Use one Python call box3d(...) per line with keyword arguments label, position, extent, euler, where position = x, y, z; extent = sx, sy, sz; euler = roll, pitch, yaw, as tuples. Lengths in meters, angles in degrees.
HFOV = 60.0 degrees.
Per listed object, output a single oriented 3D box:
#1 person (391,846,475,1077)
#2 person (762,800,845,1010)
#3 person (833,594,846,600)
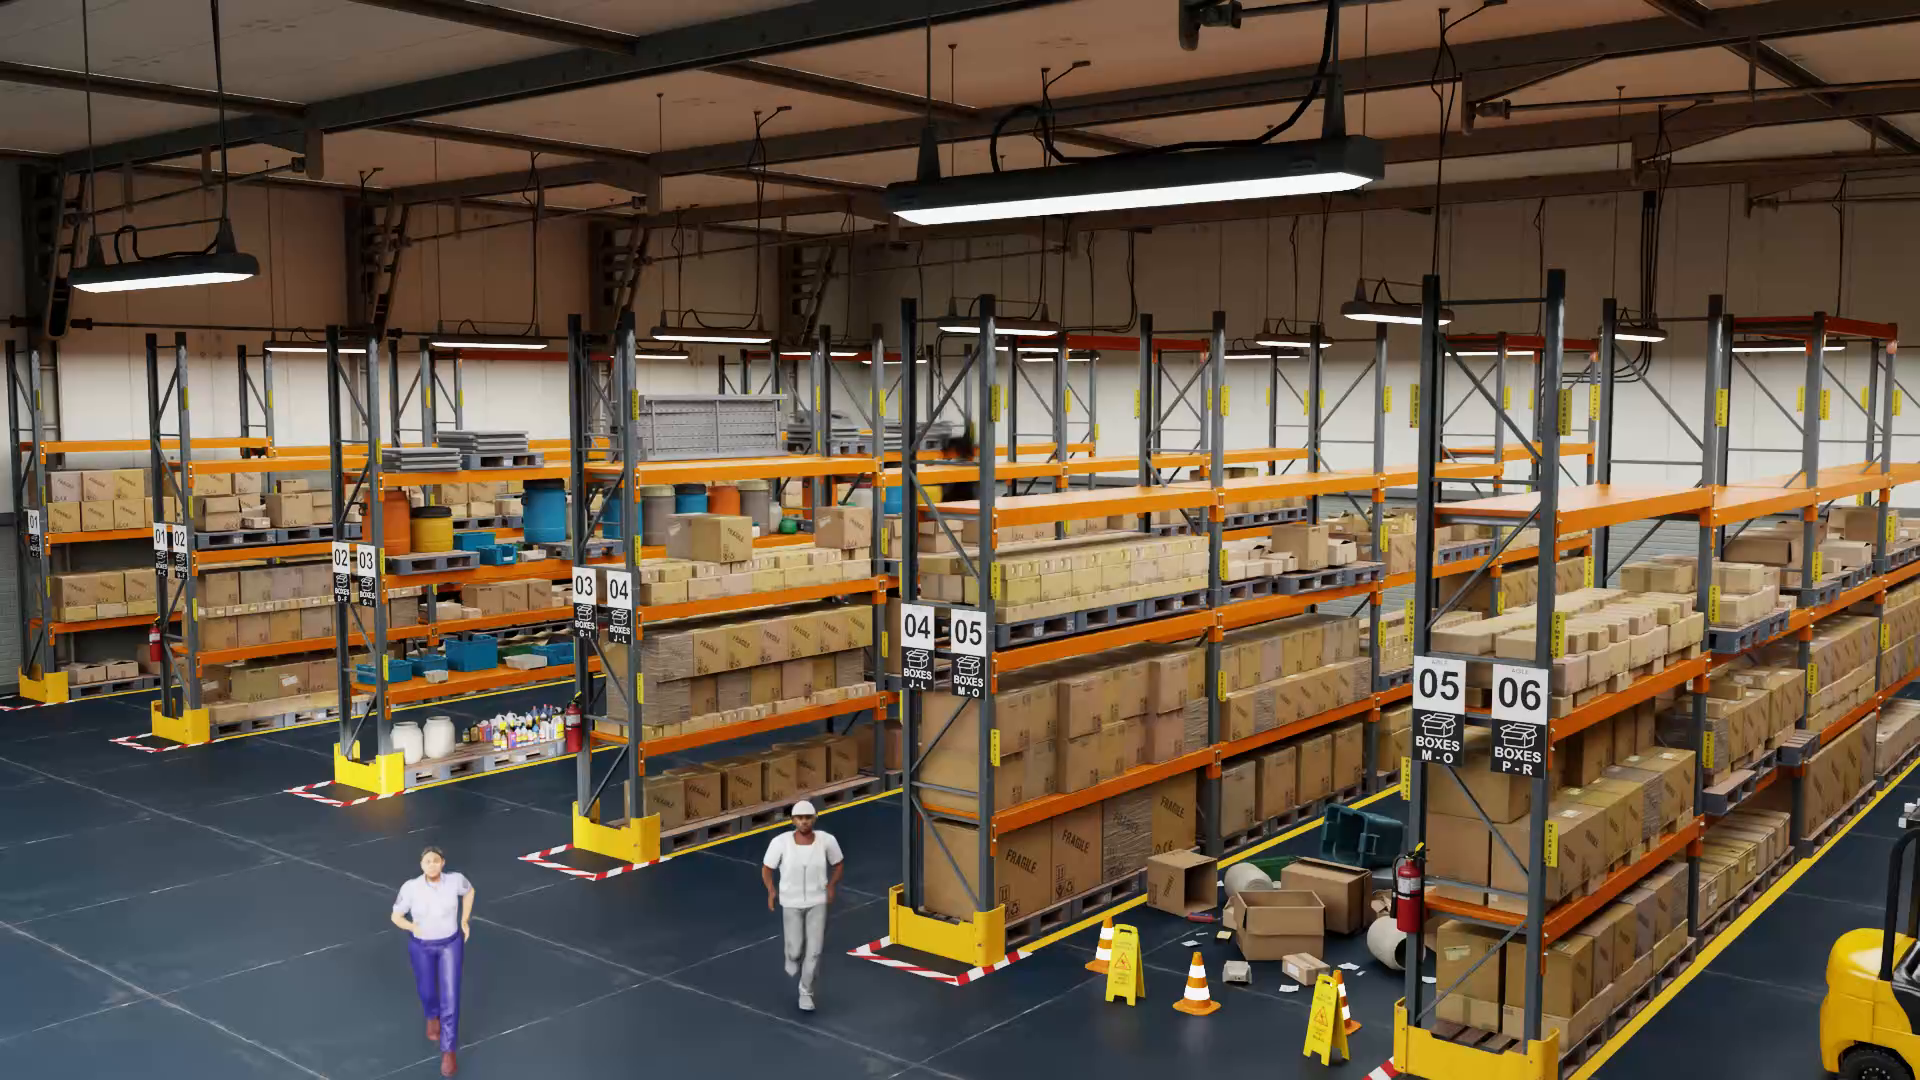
box3d(label="person", position=(-4.065, 3.184, 12.857), extent=(0.606, 1.659, 0.905), euler=(-1, 5, -14))
box3d(label="person", position=(-1.315, 3.046, 14.059), extent=(0.703, 1.727, 0.672), euler=(-1, 5, -10))
box3d(label="person", position=(-2.370, 1.323, 32.501), extent=(0.674, 1.802, 0.957), euler=(3, 6, 27))
